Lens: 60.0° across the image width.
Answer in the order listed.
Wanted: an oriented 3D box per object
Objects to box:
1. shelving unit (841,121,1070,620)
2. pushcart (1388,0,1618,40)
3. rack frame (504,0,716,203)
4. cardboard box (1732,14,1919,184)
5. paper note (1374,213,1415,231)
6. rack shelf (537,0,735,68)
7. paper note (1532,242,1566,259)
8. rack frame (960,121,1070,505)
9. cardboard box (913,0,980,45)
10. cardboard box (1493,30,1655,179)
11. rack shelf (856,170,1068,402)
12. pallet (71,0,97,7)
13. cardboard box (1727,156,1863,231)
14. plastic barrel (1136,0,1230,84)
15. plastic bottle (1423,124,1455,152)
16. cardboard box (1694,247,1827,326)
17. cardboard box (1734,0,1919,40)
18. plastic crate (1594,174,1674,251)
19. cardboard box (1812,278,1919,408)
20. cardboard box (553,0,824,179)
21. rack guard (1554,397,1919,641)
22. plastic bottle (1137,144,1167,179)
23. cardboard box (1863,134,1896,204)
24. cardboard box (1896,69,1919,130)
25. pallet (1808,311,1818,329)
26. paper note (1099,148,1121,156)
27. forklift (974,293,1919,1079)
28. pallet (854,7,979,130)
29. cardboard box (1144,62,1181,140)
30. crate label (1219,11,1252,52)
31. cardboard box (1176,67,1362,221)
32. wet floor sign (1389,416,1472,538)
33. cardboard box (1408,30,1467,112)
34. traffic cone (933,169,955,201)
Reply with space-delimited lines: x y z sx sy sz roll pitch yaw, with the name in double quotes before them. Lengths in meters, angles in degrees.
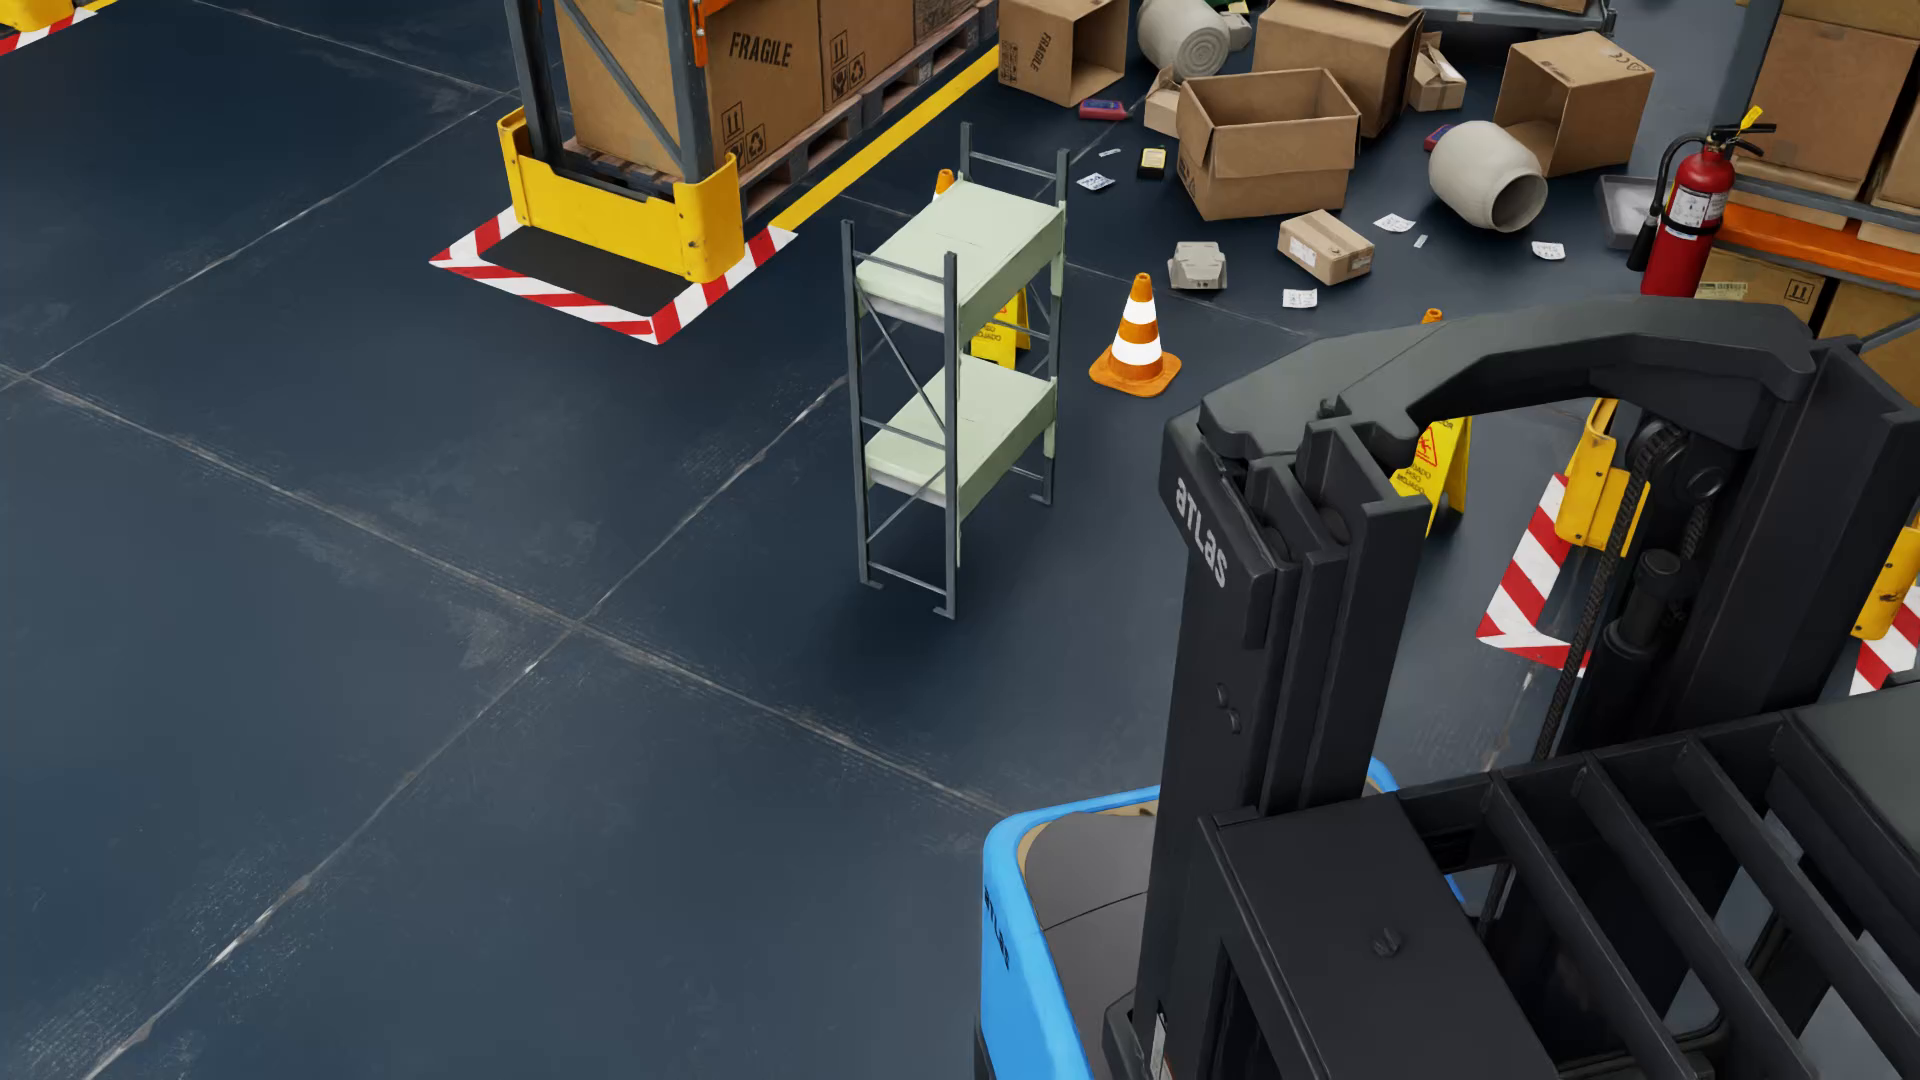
"shelving unit" -0.003 -0.559 5.750 0.431 1.500 0.755 21 45 22
"pushcart" 2.781 -3.034 9.410 1.648 0.377 0.936 7 42 8
"rack frame" -1.558 -2.583 6.914 1.000 3.000 0.127 21 45 22
"cardboard box" 2.811 -1.555 5.445 0.500 0.500 0.500 20 45 21
"paper note" 2.083 -1.521 7.963 0.142 0.019 0.148 -29 49 -29
"rack shelf" -0.557 -3.458 8.451 1.077 0.370 4.000 21 45 22
"paper note" 2.752 -1.358 7.769 0.142 0.019 0.148 7 42 8
"rack frame" 0.180 -0.768 5.988 0.400 1.500 0.023 21 45 22
"cardboard box" -0.379 -3.378 9.107 0.875 0.875 0.875 21 46 22
"cardboard box" 3.066 -2.192 8.359 0.500 0.500 0.500 -14 43 -15
"rack shelf" -0.003 -0.852 5.492 0.431 0.370 0.720 21 45 22
"pallet" -5.326 -3.731 10.328 1.003 0.211 1.213 21 45 22
"cardboard box" 2.780 -1.194 5.527 0.380 0.149 0.250 22 46 23
"plastic barrel" 1.204 -2.749 9.051 0.421 0.421 0.512 -14 43 -15
"plastic bottle" 2.511 -2.072 8.556 0.133 0.061 0.283 29 49 29
"cardboard box" 2.954 -0.956 6.261 0.500 0.500 0.500 21 46 22
"cardboard box" 2.845 -1.893 5.072 0.700 0.500 0.500 20 45 21
"plastic crate" 3.284 -1.570 7.972 0.402 0.080 0.583 7 42 8
"cardboard box" 3.433 -0.795 6.078 0.500 0.500 0.500 19 45 21
"cardboard box" -1.276 -2.353 7.942 0.875 0.875 0.875 21 46 22
"rack guard" 2.816 -0.109 5.996 1.175 0.500 0.348 21 45 22
"plastic bottle" 0.972 -1.914 8.377 0.133 0.061 0.283 7 42 8
"cardboard box" 3.242 -1.185 5.516 0.380 0.149 0.250 22 46 23
"cardboard box" 3.512 -1.630 5.530 0.500 0.500 0.500 22 46 23
"pallet" 3.865 -1.149 7.395 1.003 0.211 1.213 21 45 22
"paper note" 0.766 -1.979 8.489 0.123 0.001 0.032 -21 45 -22
"forklift" 0.898 1.225 2.641 1.130 2.935 3.031 -10 42 -11
"pallet" -0.614 -2.715 9.174 1.003 0.211 1.213 21 45 22
"cardboard box" 1.178 -2.253 8.608 0.396 0.266 0.258 29 49 29
"crate label" 1.496 -2.885 9.423 0.298 0.136 0.250 -7 42 -7
"cardboard box" 1.465 -1.909 8.037 0.797 0.503 0.637 -7 42 -7
"wet floor sign" 1.757 -0.365 6.177 0.232 0.644 0.267 -29 49 -29
"cardboard box" 2.514 -2.510 8.900 0.258 0.266 0.396 -7 42 -7
"traffic cone" -0.063 -1.465 7.564 0.336 0.463 0.334 21 45 22
